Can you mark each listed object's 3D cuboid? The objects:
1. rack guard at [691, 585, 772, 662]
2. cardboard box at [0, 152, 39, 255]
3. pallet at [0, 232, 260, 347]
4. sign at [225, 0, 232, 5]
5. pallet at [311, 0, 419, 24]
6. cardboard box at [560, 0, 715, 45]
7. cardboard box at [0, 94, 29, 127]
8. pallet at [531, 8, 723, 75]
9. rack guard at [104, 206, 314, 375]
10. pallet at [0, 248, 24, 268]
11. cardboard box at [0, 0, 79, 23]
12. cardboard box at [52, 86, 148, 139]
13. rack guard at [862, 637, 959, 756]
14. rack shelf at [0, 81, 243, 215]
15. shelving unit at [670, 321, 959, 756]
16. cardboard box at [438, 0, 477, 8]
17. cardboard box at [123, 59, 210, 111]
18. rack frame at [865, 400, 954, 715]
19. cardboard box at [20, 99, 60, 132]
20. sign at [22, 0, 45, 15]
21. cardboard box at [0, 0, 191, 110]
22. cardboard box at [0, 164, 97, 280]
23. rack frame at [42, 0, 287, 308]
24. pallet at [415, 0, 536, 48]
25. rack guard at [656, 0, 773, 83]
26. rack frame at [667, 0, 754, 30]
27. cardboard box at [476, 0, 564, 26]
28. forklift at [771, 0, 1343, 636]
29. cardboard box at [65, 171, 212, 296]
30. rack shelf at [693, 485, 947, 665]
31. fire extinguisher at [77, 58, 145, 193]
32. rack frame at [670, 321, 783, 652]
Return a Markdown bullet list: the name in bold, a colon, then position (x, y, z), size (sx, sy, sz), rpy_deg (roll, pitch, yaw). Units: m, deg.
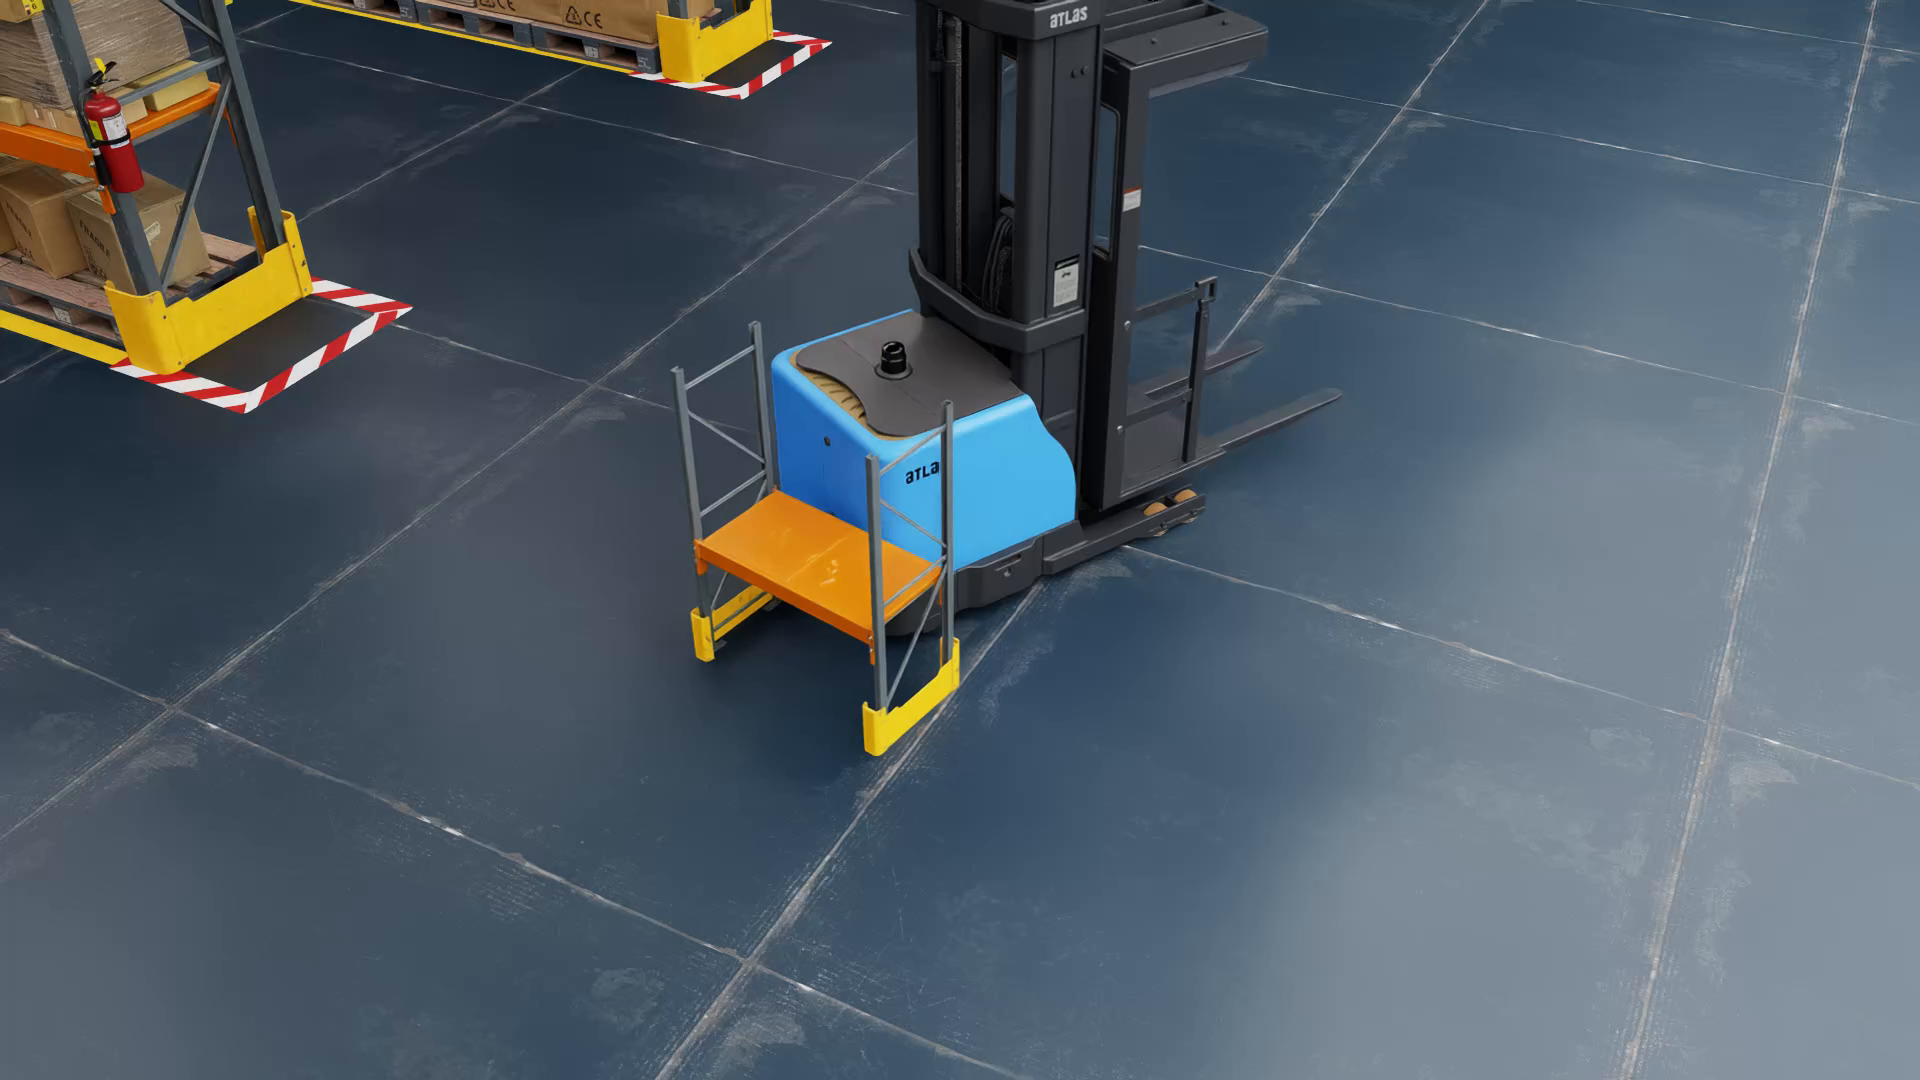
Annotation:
- **rack guard**: position (-0.998, 0.301, 7.647), size (0.087, 0.250, 0.587), rpy_deg (25, 44, 29)
- **cardboard box**: position (-5.969, -2.149, 10.321), size (0.500, 0.500, 0.500), rpy_deg (21, 42, 26)
- **pallet**: position (-5.101, -1.618, 10.208), size (1.213, 0.211, 1.003), rpy_deg (17, 41, 21)
- **sign**: position (-4.079, -3.099, 9.136), size (0.005, 0.325, 0.100), rpy_deg (17, 41, 21)
- **pallet**: position (-4.871, -4.846, 14.460), size (1.213, 0.211, 1.003), rpy_deg (17, 41, 21)
- **cardboard box**: position (-2.590, -4.572, 13.202), size (0.875, 0.875, 0.875), rpy_deg (18, 41, 22)
- **cardboard box**: position (-5.144, -2.443, 9.196), size (0.250, 0.149, 0.380), rpy_deg (17, 41, 21)
- **pallet**: position (-2.704, -4.168, 13.566), size (1.213, 0.211, 1.003), rpy_deg (17, 41, 21)
- **rack guard**: position (-4.396, -1.489, 9.798), size (0.348, 0.500, 1.175), rpy_deg (17, 41, 21)
- **pallet**: position (-6.181, -1.958, 10.655), size (1.213, 0.211, 1.003), rpy_deg (17, 41, 21)
- **cardboard box**: position (-4.931, -3.040, 8.618), size (0.500, 0.500, 0.500), rpy_deg (17, 41, 21)
- **cardboard box**: position (-4.677, -2.331, 9.048), size (0.250, 0.149, 0.380), rpy_deg (17, 41, 21)
- **rack guard**: position (-0.205, 0.665, 7.167), size (0.087, 0.250, 0.587), rpy_deg (25, 44, 29)
- **rack shelf**: position (-6.105, -2.733, 9.964), size (4.000, 0.370, 1.077), rpy_deg (17, 41, 21)
- **shelving unit**: position (-0.602, -0.015, 7.029), size (1.083, 1.500, 0.587), rpy_deg (25, 44, 29)
- **cardboard box**: position (-4.181, -5.070, 13.858), size (0.875, 0.875, 0.875), rpy_deg (18, 41, 22)
- **cardboard box**: position (-4.472, -2.570, 9.363), size (0.250, 0.149, 0.380), rpy_deg (17, 41, 21)
- **rack frame**: position (-0.190, 0.175, 6.779), size (0.032, 1.500, 0.500), rpy_deg (25, 44, 29)
- **cardboard box**: position (-4.898, -2.401, 9.140), size (0.250, 0.149, 0.380), rpy_deg (17, 41, 21)
- **sign**: position (-4.602, -2.758, 8.183), size (0.005, 0.325, 0.100), rpy_deg (17, 41, 21)
- **cardboard box**: position (-4.804, -2.789, 9.115), size (0.500, 0.500, 0.875), rpy_deg (17, 41, 21)
- **cardboard box**: position (-5.422, -1.965, 10.078), size (0.500, 0.500, 0.500), rpy_deg (29, 46, 33)
- **rack frame**: position (-4.329, -2.463, 9.014), size (0.127, 3.000, 1.000), rpy_deg (17, 41, 21)
- **pallet**: position (-3.783, -4.507, 14.014), size (1.213, 0.211, 1.003), rpy_deg (17, 41, 21)
- **rack guard**: position (-1.937, -4.096, 13.232), size (0.348, 0.500, 1.175), rpy_deg (17, 41, 21)
- **rack frame**: position (-1.958, -5.098, 12.485), size (0.127, 3.000, 1.000), rpy_deg (17, 41, 21)
- **cardboard box**: position (-3.373, -4.816, 13.523), size (0.875, 0.875, 0.875), rpy_deg (17, 40, 21)
- **forklift**: position (0.624, -1.427, 7.706), size (3.031, 2.935, 1.130), rpy_deg (-23, 43, -27)
- **cardboard box**: position (-4.875, -1.817, 9.883), size (0.500, 0.500, 0.500), rpy_deg (25, 44, 29)
- **rack shelf**: position (-0.595, 0.132, 7.133), size (1.000, 0.185, 0.538), rpy_deg (25, 44, 29)
- **fire extinguisher**: position (-4.439, -2.153, 8.670), size (0.183, 0.674, 0.296), rpy_deg (17, 41, 21)
- **rack frame**: position (-0.999, -0.197, 7.269), size (0.032, 1.500, 0.500), rpy_deg (25, 44, 29)
